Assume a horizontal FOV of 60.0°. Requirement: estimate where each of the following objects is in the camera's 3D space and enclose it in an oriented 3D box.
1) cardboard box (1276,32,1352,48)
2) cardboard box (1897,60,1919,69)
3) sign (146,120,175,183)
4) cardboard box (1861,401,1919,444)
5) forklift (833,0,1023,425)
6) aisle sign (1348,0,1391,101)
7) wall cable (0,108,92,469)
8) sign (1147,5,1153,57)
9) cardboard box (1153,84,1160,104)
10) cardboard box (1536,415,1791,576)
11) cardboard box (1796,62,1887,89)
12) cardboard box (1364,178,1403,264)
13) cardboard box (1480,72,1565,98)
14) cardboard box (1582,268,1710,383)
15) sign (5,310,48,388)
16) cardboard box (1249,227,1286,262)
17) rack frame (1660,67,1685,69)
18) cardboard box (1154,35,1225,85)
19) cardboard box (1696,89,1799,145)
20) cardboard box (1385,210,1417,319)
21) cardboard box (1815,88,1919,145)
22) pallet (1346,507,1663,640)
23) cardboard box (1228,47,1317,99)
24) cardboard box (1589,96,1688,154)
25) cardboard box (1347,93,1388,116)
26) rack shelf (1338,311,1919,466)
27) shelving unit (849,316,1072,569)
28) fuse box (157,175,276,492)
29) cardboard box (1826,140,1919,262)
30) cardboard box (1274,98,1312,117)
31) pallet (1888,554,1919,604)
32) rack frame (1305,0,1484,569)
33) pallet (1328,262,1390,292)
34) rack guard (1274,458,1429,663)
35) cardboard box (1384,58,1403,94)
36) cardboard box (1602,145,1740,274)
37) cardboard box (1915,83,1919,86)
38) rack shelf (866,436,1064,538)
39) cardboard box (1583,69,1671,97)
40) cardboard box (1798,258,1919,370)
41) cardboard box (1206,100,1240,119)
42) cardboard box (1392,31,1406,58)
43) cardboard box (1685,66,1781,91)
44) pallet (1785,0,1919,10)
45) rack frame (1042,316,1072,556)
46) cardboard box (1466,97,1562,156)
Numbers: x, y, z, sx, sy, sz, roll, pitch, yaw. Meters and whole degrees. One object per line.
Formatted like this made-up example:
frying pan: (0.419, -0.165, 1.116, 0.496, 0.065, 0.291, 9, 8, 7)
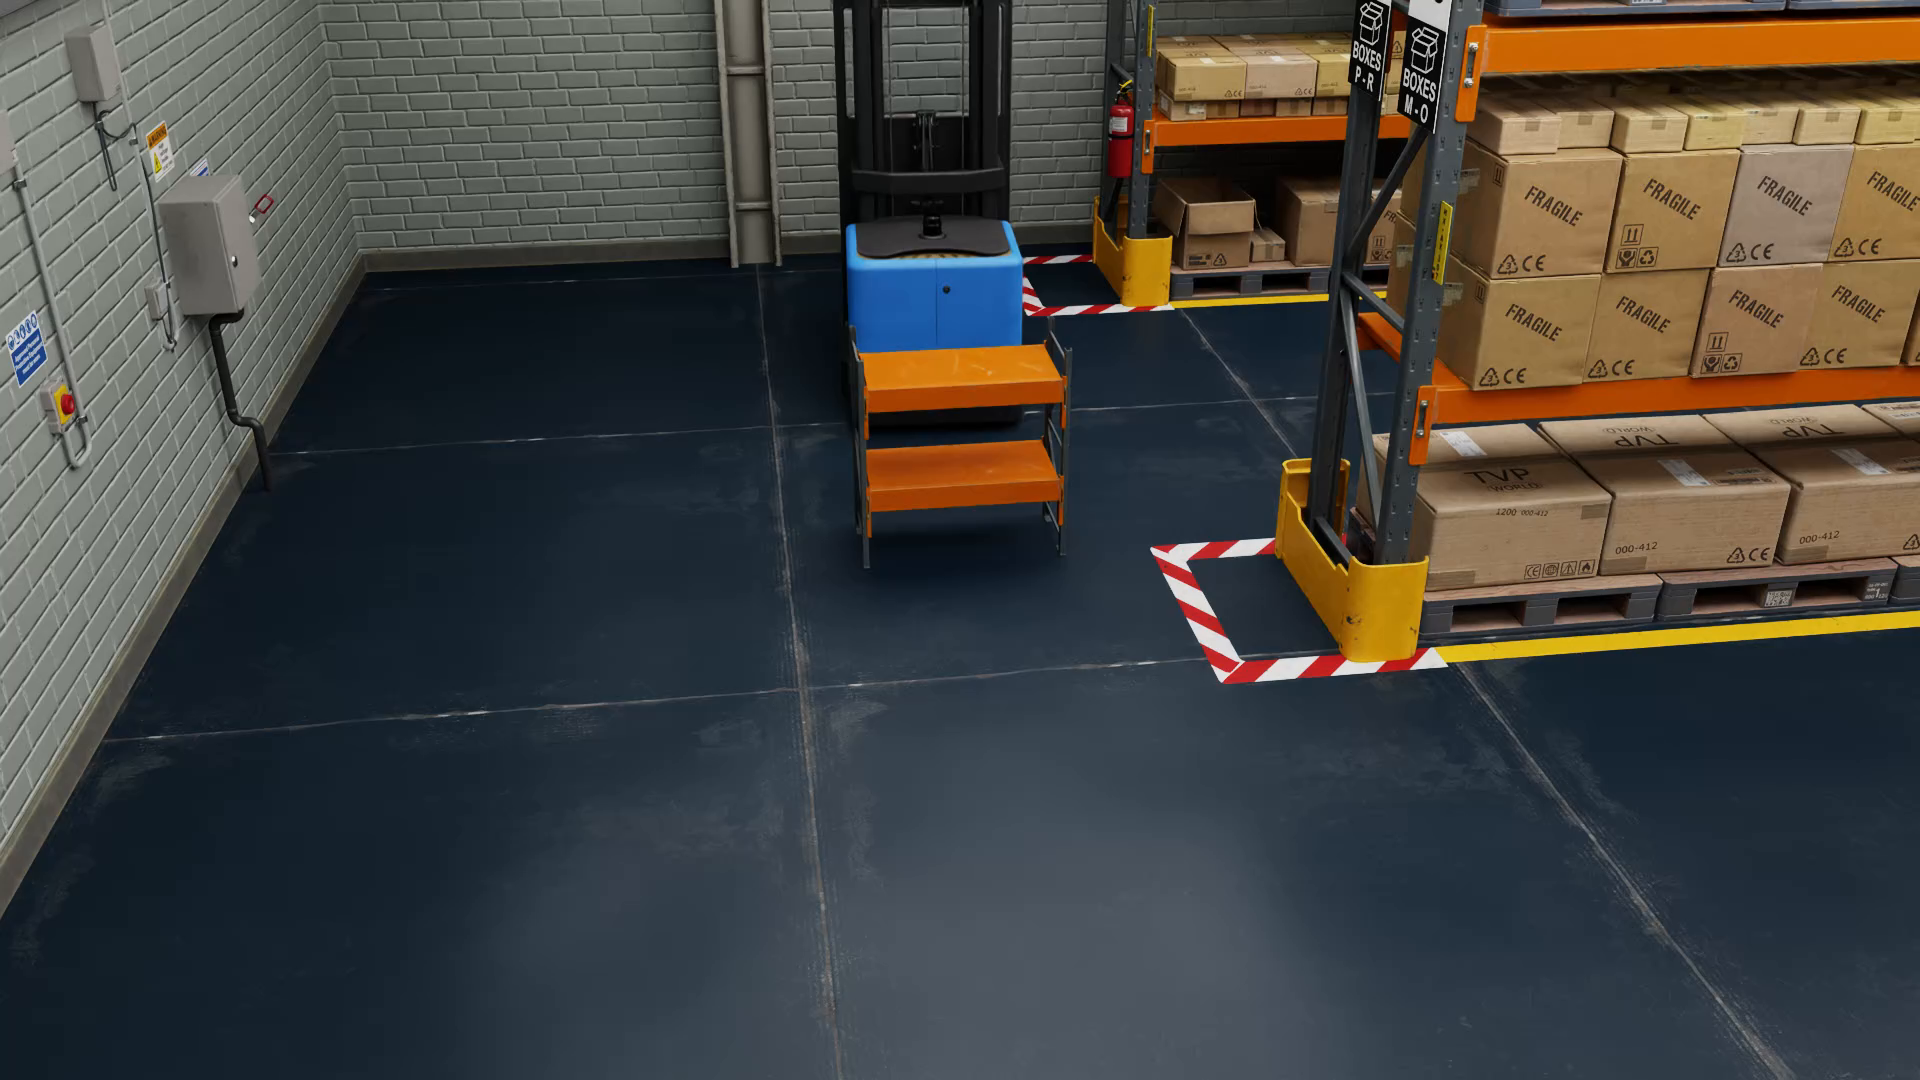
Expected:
cardboard box: (2.621, -3.562, 12.245, 0.500, 0.250, 0.500, -3, 27, -5)
cardboard box: (4.488, -2.121, 7.682, 0.250, 0.149, 0.380, -4, 27, -9)
sign: (-4.030, -1.961, 8.381, 0.001, 0.242, 0.339, -4, 27, -7)
cardboard box: (5.221, -0.352, 8.496, 0.875, 0.438, 0.875, -4, 27, -8)
forklift: (-0.245, -2.626, 10.657, 1.130, 2.935, 3.031, -2, 27, -4)
aisle sign: (1.782, -2.334, 7.166, 0.004, 0.787, 0.394, -4, 27, -7)
wall cable: (-3.684, -1.139, 6.536, 0.123, 1.953, 0.585, -4, 27, -7)
sign: (1.277, -3.425, 11.192, 0.005, 0.325, 0.100, -4, 27, -7)
cardboard box: (1.492, -3.316, 12.202, 0.250, 0.149, 0.380, -4, 27, -8)
cardboard box: (3.441, -0.238, 8.275, 0.875, 0.438, 0.875, -3, 27, -6)
cardboard box: (3.998, -2.083, 7.609, 0.250, 0.149, 0.380, -4, 27, -7)
cardboard box: (3.209, -2.382, 12.384, 0.500, 0.500, 0.500, -3, 27, -6)
cardboard box: (2.472, -1.960, 7.369, 0.250, 0.149, 0.380, -3, 27, -6)
cardboard box: (2.909, -1.032, 7.366, 0.500, 0.500, 0.500, -4, 27, -8)
sign: (-3.738, -0.767, 6.663, 0.001, 0.218, 0.327, -4, 27, -7)
cardboard box: (2.246, -2.210, 12.433, 0.250, 0.149, 0.380, -5, 28, -9)
rack frame: (5.162, -3.540, 12.363, 0.127, 3.000, 1.000, -4, 27, -7)
cardboard box: (1.620, -3.500, 12.125, 0.500, 0.250, 0.500, -3, 27, -6)
cardboard box: (3.320, -1.796, 7.050, 0.250, 0.149, 0.380, -3, 27, -7)
cardboard box: (2.337, -1.237, 7.765, 0.500, 0.500, 0.500, -4, 27, -7)
cardboard box: (3.828, -1.797, 7.051, 0.250, 0.149, 0.380, -4, 27, -8)
pallet: (2.677, 0.113, 8.299, 1.213, 0.211, 1.003, -4, 27, -7)
cardboard box: (2.187, -3.290, 11.715, 0.500, 0.250, 0.500, -3, 27, -7)
cardboard box: (2.809, -1.731, 6.922, 0.250, 0.149, 0.380, -3, 27, -6)
cardboard box: (2.847, -3.130, 11.840, 0.250, 0.149, 0.380, -4, 27, -9)
rack shelf: (3.877, -0.849, 7.907, 4.000, 0.370, 1.077, -4, 27, -7)
shelving unit: (-0.007, -0.500, 8.492, 1.048, 1.125, 0.538, -4, 27, -7)
fuse box: (-3.832, -1.058, 8.938, 0.414, 1.711, 0.539, -4, 27, -7)
cardboard box: (3.924, -1.537, 7.256, 0.500, 0.500, 0.500, -4, 27, -7)
cardboard box: (2.324, -3.129, 11.837, 0.250, 0.149, 0.380, -3, 27, -5)
pallet: (5.093, -0.043, 8.602, 1.213, 0.211, 1.003, -4, 27, -7)
rack frame: (1.896, -1.042, 7.495, 0.127, 3.000, 1.000, -4, 27, -7)
pallet: (3.271, -2.177, 12.762, 1.213, 0.211, 1.003, -4, 27, -7)
rack guard: (1.873, 0.072, 8.063, 0.348, 0.500, 1.175, -4, 27, -7)
cardboard box: (3.192, -3.366, 11.863, 0.500, 0.250, 0.500, -4, 27, -8)
cardboard box: (2.922, -1.469, 7.123, 0.500, 0.500, 0.500, -4, 27, -9)
cardboard box: (4.322, -1.858, 7.170, 0.250, 0.149, 0.380, -4, 27, -8)
rack shelf: (-0.007, -0.282, 8.604, 1.000, 0.278, 0.538, -4, 27, -7)
cardboard box: (2.971, -2.012, 7.470, 0.250, 0.149, 0.380, -3, 27, -6)
cardboard box: (3.909, -1.096, 7.490, 0.500, 0.500, 0.500, -3, 27, -5)
cardboard box: (1.810, -3.108, 11.796, 0.250, 0.149, 0.380, -3, 27, -6)
cardboard box: (3.173, -3.687, 11.668, 0.500, 0.500, 0.500, -3, 27, -6)
cardboard box: (3.480, -2.039, 7.523, 0.250, 0.149, 0.380, -3, 27, -6)
pallet: (3.840, -2.468, 7.086, 1.213, 0.211, 1.003, -4, 27, -7)
rack frame: (0.497, -0.532, 8.555, 0.032, 1.125, 0.500, -4, 27, -7)
cardboard box: (2.286, -1.717, 6.896, 0.250, 0.149, 0.380, -3, 27, -6)
